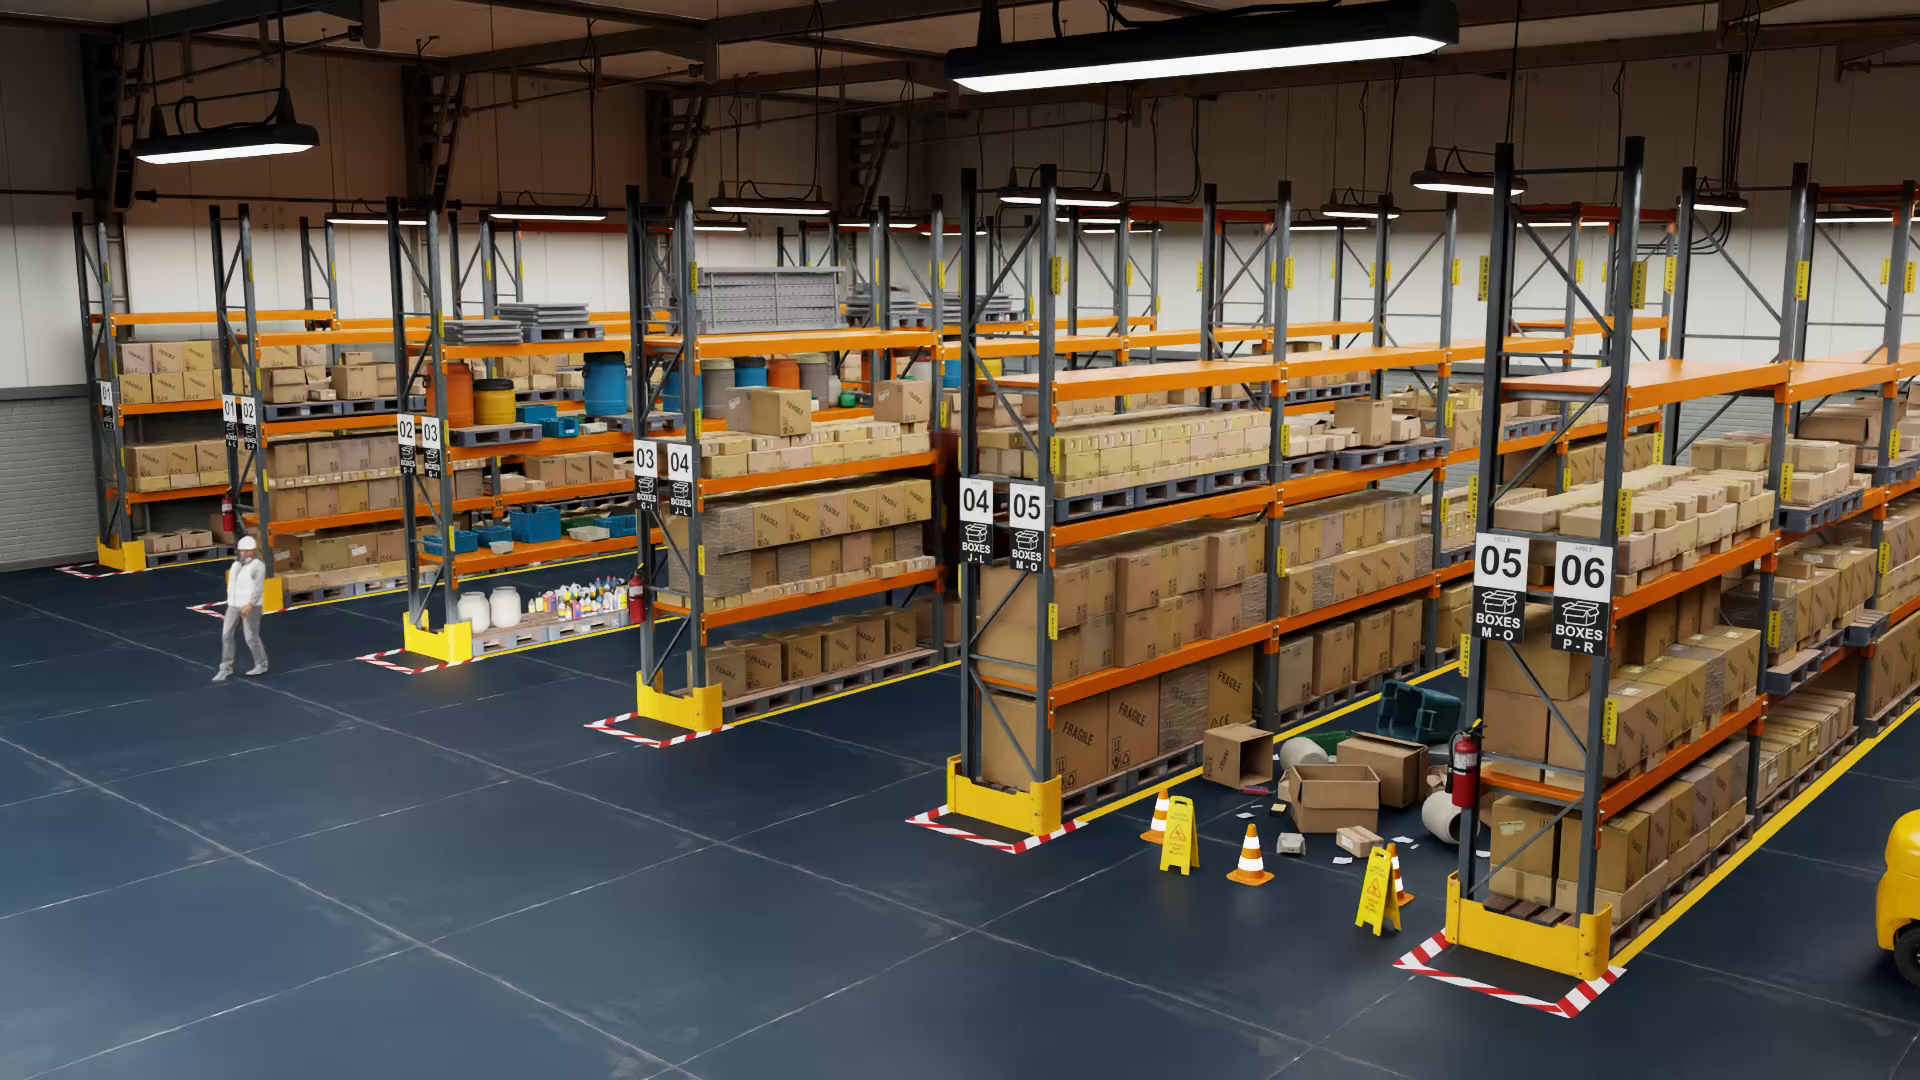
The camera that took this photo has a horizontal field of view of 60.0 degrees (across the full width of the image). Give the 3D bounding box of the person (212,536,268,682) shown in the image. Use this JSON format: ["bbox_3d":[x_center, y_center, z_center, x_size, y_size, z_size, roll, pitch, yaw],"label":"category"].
[{"bbox_3d":[-9.045,0.865,20.836,0.561,1.785,0.675,3,10,20],"label":"person"}]

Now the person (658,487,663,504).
[{"bbox_3d":[-6.044,-1.108,32.810,0.483,1.671,0.463,9,13,44],"label":"person"}]
